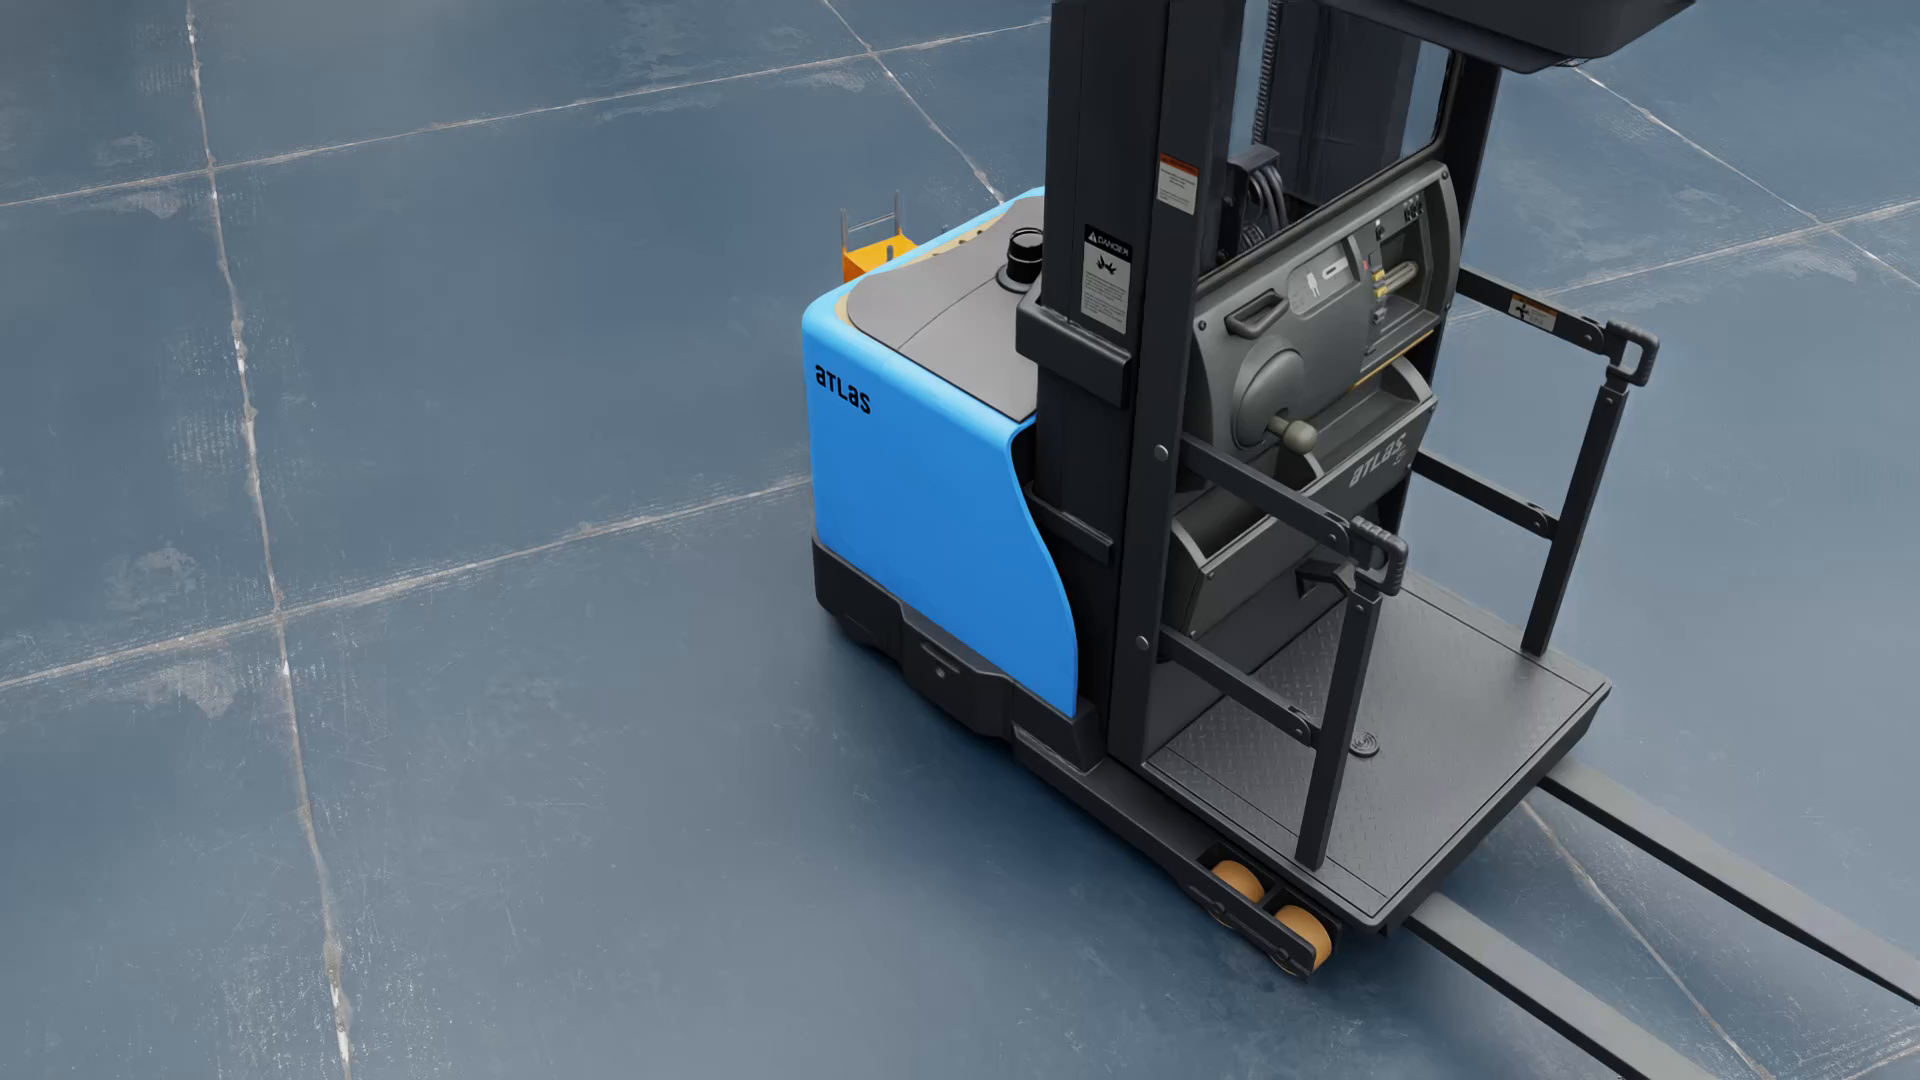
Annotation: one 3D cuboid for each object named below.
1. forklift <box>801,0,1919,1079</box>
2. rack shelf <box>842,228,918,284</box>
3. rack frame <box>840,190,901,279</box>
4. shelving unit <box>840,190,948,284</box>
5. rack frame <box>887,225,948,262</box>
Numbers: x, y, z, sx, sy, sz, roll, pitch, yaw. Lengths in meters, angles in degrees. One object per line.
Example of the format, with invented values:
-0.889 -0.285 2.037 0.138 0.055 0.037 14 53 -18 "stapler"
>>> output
0.966 -0.446 3.520 1.130 2.935 3.031 -33 51 -32 "forklift"
-0.188 -0.719 4.862 0.215 0.259 0.240 -24 46 -26 "rack shelf"
-0.258 -0.577 5.116 0.200 1.050 0.008 -24 46 -26 "rack frame"
-0.188 -0.512 5.040 0.215 1.050 0.252 -24 46 -26 "shelving unit"
-0.118 -0.447 4.964 0.200 1.050 0.008 -24 46 -26 "rack frame"
